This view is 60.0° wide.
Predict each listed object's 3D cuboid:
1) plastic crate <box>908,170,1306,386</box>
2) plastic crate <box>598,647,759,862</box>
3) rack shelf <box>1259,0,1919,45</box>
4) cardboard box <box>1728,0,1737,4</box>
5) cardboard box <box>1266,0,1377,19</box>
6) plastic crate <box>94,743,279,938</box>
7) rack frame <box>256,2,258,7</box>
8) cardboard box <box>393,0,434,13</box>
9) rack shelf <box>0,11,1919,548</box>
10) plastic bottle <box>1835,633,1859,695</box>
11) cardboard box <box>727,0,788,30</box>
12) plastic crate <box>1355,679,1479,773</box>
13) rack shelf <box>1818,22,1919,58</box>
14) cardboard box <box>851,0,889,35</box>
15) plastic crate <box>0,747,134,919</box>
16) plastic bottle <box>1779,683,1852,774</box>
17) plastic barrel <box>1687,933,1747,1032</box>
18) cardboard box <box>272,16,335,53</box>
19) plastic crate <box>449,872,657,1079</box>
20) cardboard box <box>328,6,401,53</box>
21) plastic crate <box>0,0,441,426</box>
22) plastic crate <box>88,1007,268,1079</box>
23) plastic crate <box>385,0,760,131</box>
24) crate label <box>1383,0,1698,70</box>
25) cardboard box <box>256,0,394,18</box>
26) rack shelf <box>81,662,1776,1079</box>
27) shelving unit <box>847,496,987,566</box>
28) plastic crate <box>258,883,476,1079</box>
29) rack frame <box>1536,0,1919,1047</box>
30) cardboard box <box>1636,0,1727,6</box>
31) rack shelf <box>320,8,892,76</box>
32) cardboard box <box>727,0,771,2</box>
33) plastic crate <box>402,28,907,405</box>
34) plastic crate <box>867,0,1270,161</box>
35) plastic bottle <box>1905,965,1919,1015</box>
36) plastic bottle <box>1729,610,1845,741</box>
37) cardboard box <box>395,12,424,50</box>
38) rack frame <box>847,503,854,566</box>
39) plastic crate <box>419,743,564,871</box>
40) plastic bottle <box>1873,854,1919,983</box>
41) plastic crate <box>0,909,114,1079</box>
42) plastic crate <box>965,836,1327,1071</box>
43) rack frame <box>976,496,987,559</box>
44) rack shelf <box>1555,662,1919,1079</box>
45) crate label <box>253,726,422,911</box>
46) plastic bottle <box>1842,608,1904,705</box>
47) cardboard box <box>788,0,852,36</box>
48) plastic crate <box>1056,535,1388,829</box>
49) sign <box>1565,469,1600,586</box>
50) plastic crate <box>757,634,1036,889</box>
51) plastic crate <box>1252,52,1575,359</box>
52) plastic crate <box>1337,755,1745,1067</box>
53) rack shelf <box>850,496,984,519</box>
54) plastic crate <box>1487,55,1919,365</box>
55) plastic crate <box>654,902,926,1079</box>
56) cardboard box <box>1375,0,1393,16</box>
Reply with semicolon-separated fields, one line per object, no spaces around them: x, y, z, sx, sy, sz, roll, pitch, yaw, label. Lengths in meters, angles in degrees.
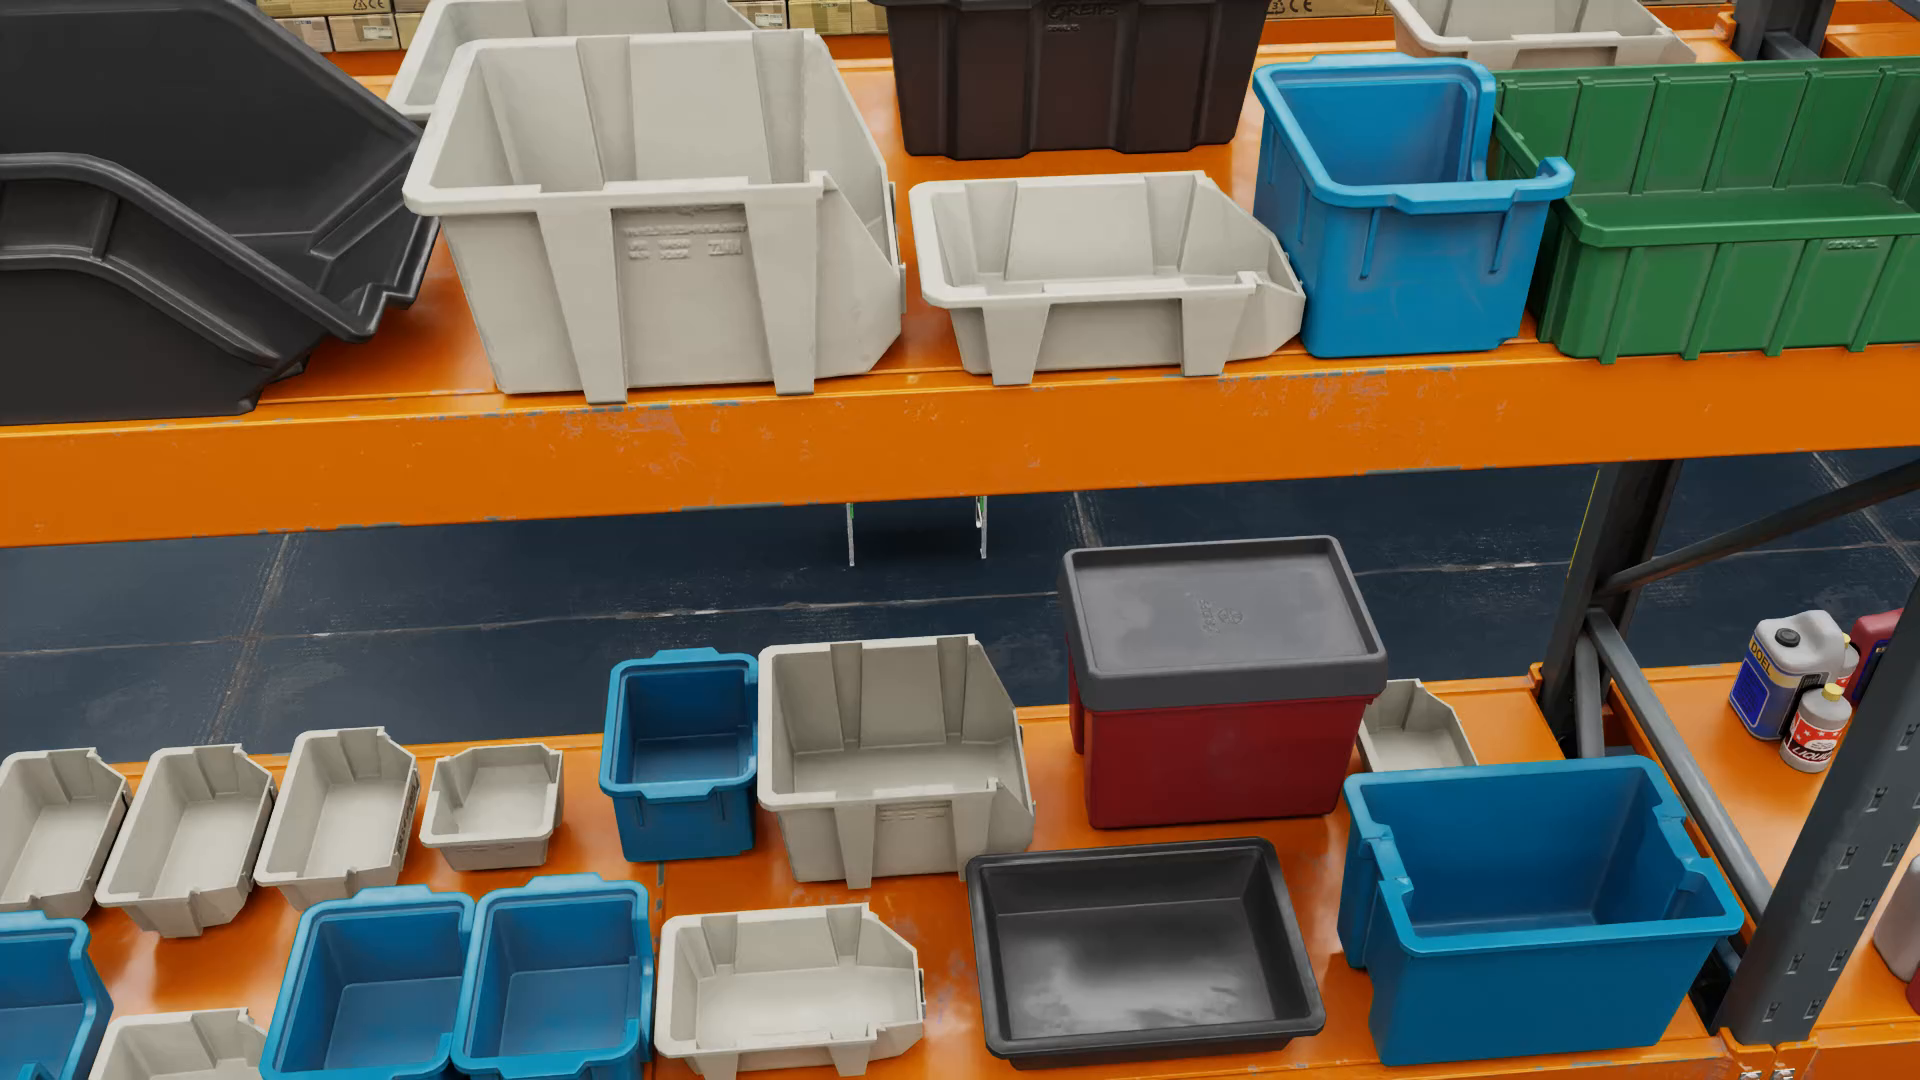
0.179;-0.316;2.020;0.466;0.136;0.293;-3;38;-4;plastic crate
-0.549;0.444;3.352;0.300;0.233;0.416;-3;38;-4;plastic crate
2.966;-2.430;7.488;4.000;0.370;1.077;-3;38;-4;rack shelf
3.474;-2.627;7.077;0.500;0.500;0.500;-4;38;-5;cardboard box
1.454;-2.513;6.932;0.500;0.500;0.500;-3;38;-4;cardboard box
-1.486;0.590;3.246;0.243;0.136;0.396;-3;38;-4;plastic crate
-3.011;-2.383;6.848;0.127;3.000;1.000;-3;38;-4;rack frame
-1.992;-2.333;6.666;0.500;0.250;0.500;-4;38;-5;cardboard box
-0.580;-0.332;2.408;4.000;0.370;1.077;-3;38;-4;rack shelf
1.889;0.287;3.625;0.097;0.201;0.097;0;38;0;plastic bottle
-0.835;-2.201;6.820;0.250;0.149;0.380;-3;38;-3;cardboard box
0.936;0.471;3.396;0.243;0.136;0.396;-3;38;-4;plastic crate
3.404;-0.551;2.686;4.000;0.370;1.077;-3;38;-4;rack shelf
-0.326;-2.228;6.855;0.250;0.149;0.380;-2;38;-3;cardboard box
-1.776;0.597;3.237;0.243;0.136;0.396;-3;38;-4;plastic crate
1.806;0.387;3.499;0.097;0.201;0.097;0;38;0;plastic bottle
1.956;1.093;3.798;0.708;0.901;0.600;-3;38;-4;plastic barrel
-2.628;-2.100;6.693;0.250;0.149;0.380;-3;38;-3;cardboard box
-0.687;0.816;2.881;0.300;0.233;0.416;-3;38;-4;plastic crate
-2.372;-2.115;6.712;0.250;0.149;0.380;-4;38;-5;cardboard box
-1.026;-0.394;1.957;0.767;0.338;0.504;-3;38;-4;plastic crate
-1.294;0.939;2.803;0.298;0.136;0.250;-3;38;-4;plastic crate
-0.536;-0.667;2.466;0.530;0.136;0.437;-3;38;-4;plastic crate
0.899;-0.772;2.598;0.466;0.136;0.293;-3;38;-4;crate label
-2.509;-2.300;6.625;0.500;0.250;0.500;-4;38;-5;cardboard box
-0.580;0.846;3.337;4.000;0.370;1.077;-3;38;-4;rack shelf
-0.165;-0.462;5.867;0.503;1.200;0.258;-3;38;-4;shelving unit
-0.985;0.833;2.860;0.300;0.233;0.416;-3;38;-4;plastic crate
1.412;0.454;3.253;0.127;3.000;1.000;-3;38;-4;rack frame
2.967;-2.599;7.042;0.500;0.500;0.500;-2;38;-3;cardboard box
-1.019;-2.210;7.210;4.000;0.370;1.077;-3;38;-4;rack shelf
-0.971;-2.390;6.739;0.500;0.250;0.500;-4;38;-5;cardboard box
-0.337;-0.389;1.996;0.530;0.282;0.437;-3;38;-4;plastic crate
0.151;-0.774;2.493;0.590;0.269;0.497;-3;38;-4;plastic crate
1.815;0.743;2.981;0.133;0.283;0.061;-3;38;-4;plastic bottle
1.776;0.281;3.572;0.135;0.276;0.152;-3;38;-4;plastic bottle
-2.117;-2.129;6.730;0.250;0.149;0.380;-4;38;-5;cardboard box
-0.408;-0.449;5.850;0.015;1.200;0.240;-3;38;-4;rack frame
-0.917;0.532;3.319;0.250;0.136;0.298;-3;38;-4;plastic crate
1.832;0.651;3.043;0.185;0.351;0.144;-3;38;-4;plastic bottle
-1.641;0.869;2.814;0.300;0.233;0.416;-3;38;-4;plastic crate
0.321;0.765;3.032;0.590;0.125;0.437;-3;38;-4;plastic crate
0.078;-0.475;5.884;0.015;1.200;0.240;-3;38;-4;rack frame
3.404;0.626;3.615;4.000;0.370;1.077;-3;38;-4;rack shelf
-1.211;0.559;3.284;0.243;0.136;0.396;-3;38;-4;crate label
2.003;0.238;3.622;0.133;0.283;0.061;-3;38;-4;plastic bottle
-0.581;-2.214;6.837;0.250;0.149;0.380;-4;38;-5;cardboard box
0.501;0.299;3.349;0.583;0.464;0.402;-3;38;-4;plastic crate
1.365;0.005;3.598;0.005;0.325;0.100;-3;38;-4;sign
-0.125;0.447;3.309;0.530;0.282;0.437;-3;38;-4;plastic crate
0.534;-0.411;2.063;0.300;0.233;0.416;-3;38;-4;plastic crate
0.977;0.672;2.941;0.575;0.384;0.392;-3;38;-4;plastic crate
-0.165;-0.223;6.055;0.480;0.148;0.258;-3;38;-4;rack shelf
1.017;-0.431;2.124;0.662;0.188;0.450;-3;38;-4;plastic crate
-0.296;0.815;2.960;0.466;0.136;0.293;-3;38;-4;plastic crate
1.955;-2.541;6.968;0.500;0.500;0.500;-3;38;-4;cardboard box
